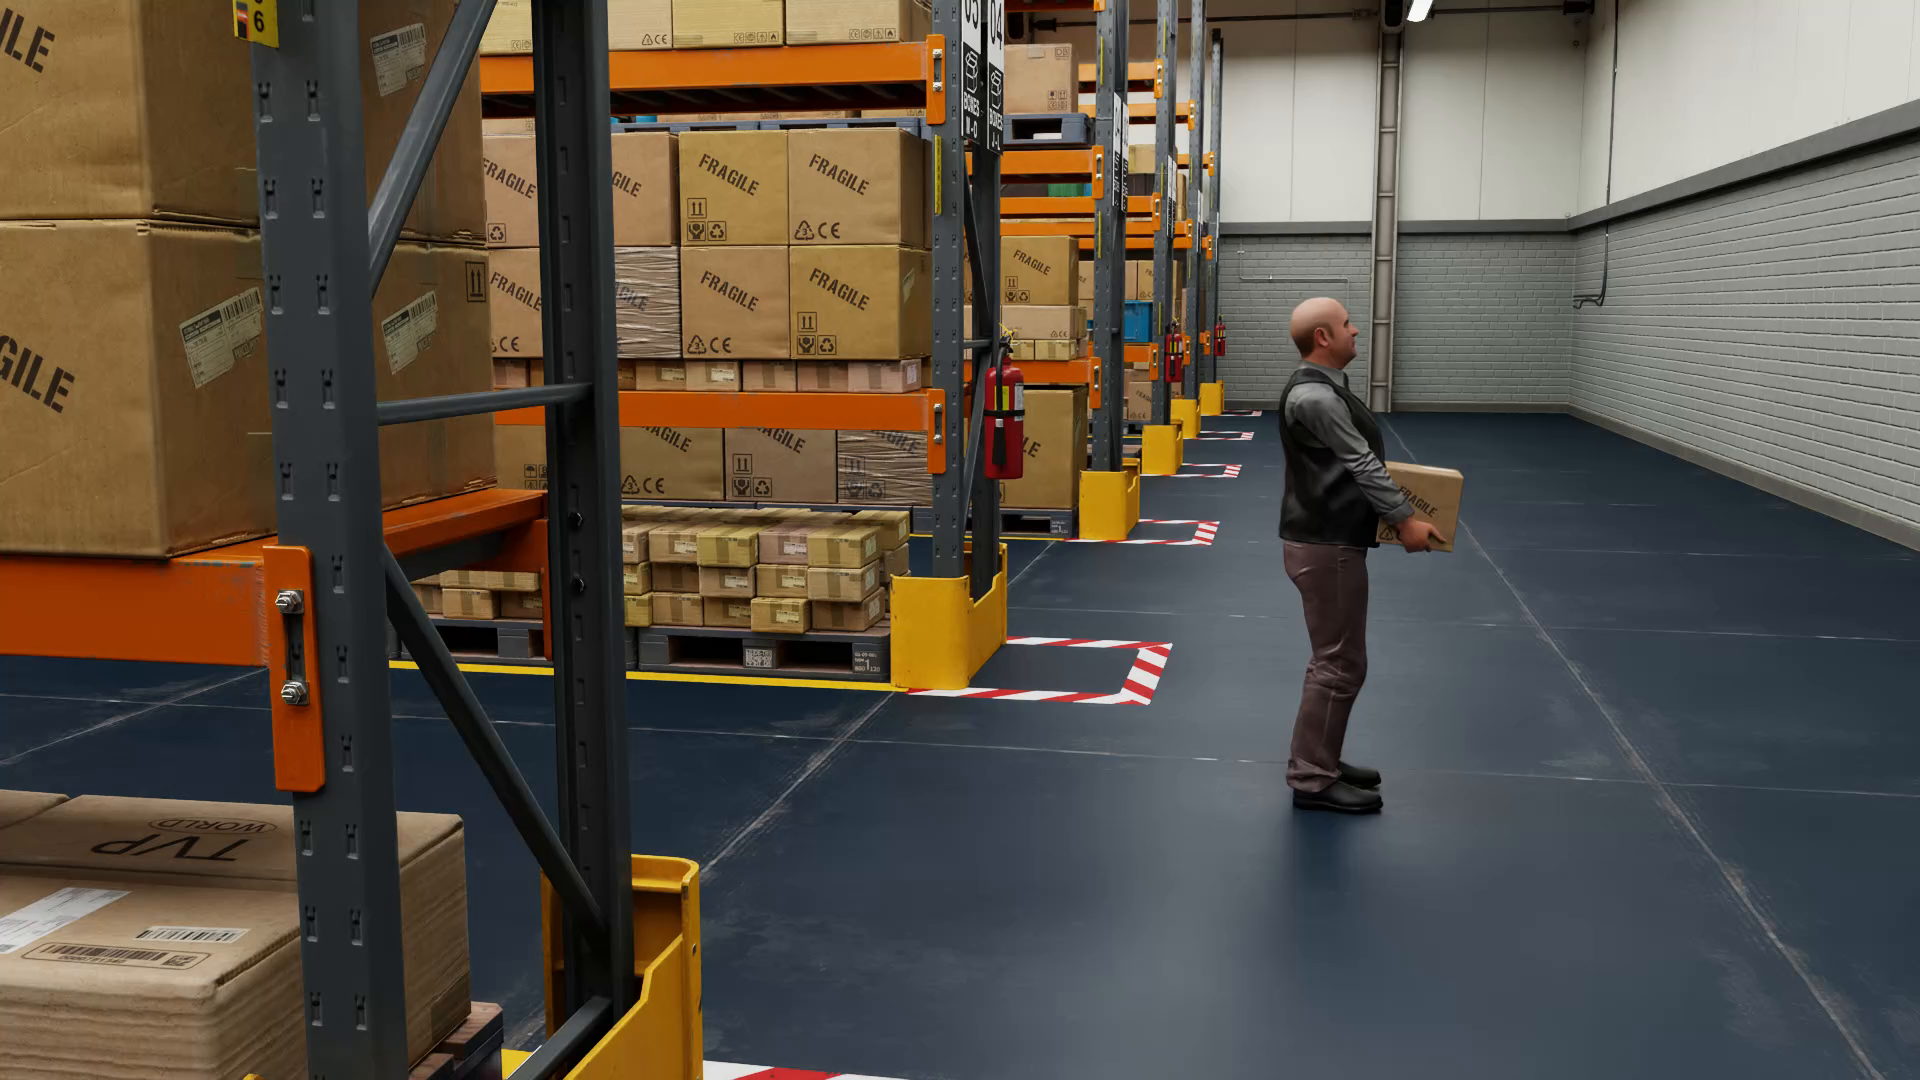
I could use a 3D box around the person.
[{"bbox_3d":[1.352,0.040,5.650,0.551,1.711,0.494,2,8,12],"label":"person"}]
